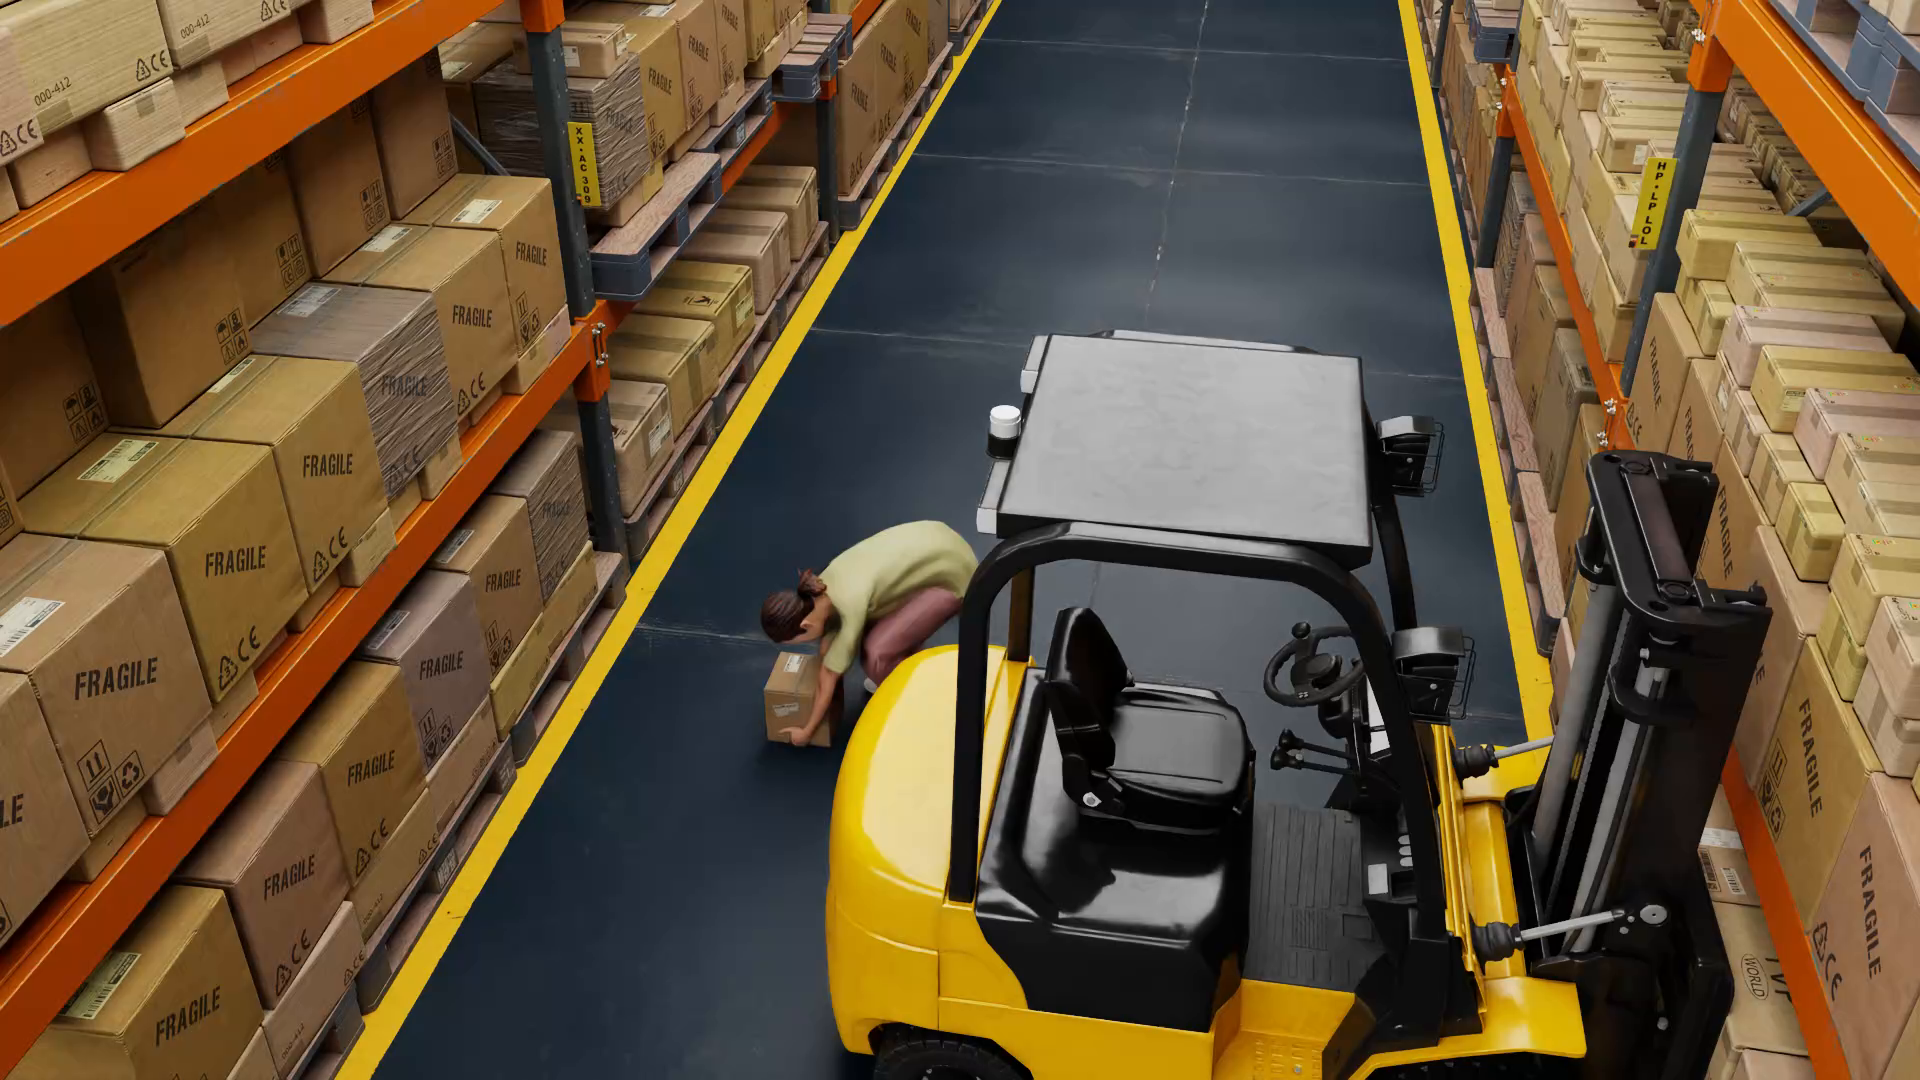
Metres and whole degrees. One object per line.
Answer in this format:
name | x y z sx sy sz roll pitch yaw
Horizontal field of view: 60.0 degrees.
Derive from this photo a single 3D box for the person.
person | -0.342 0.368 6.426 0.862 0.831 0.474 -12 34 -18
